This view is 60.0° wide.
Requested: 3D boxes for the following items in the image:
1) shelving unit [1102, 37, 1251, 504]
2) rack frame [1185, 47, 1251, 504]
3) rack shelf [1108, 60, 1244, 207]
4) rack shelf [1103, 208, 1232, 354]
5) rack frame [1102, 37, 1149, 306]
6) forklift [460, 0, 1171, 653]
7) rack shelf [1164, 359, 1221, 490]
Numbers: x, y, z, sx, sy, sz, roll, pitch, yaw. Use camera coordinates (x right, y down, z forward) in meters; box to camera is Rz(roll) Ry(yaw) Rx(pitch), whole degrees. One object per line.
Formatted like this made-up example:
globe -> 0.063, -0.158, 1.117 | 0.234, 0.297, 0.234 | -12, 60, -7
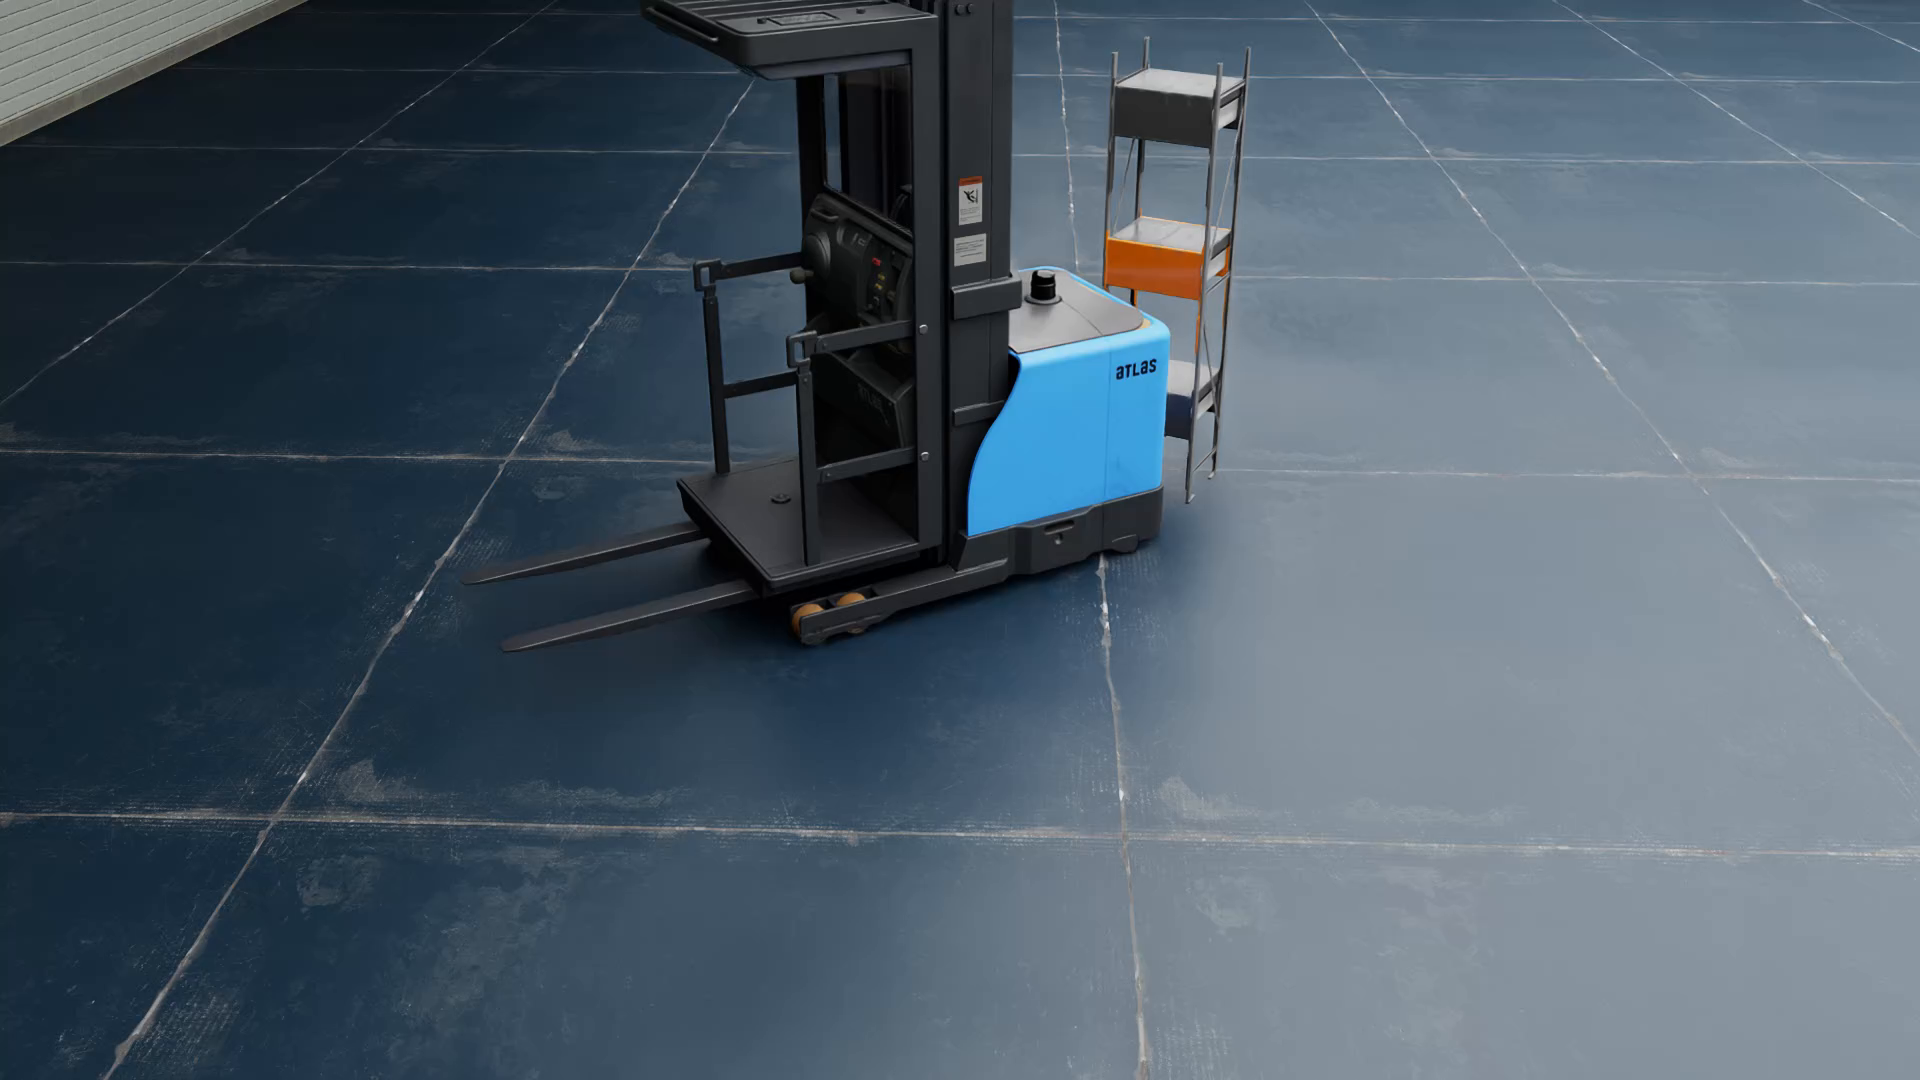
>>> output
shelving unit -> 0.981, -1.239, 7.845 | 0.503, 2.100, 0.431 | 14, 31, 24
rack frame -> 1.197, -1.185, 7.744 | 0.015, 2.100, 0.400 | 14, 31, 24
rack shelf -> 0.982, -1.845, 7.524 | 0.480, 0.518, 0.431 | 14, 31, 24
rack shelf -> 0.981, -1.227, 7.852 | 0.480, 0.518, 0.431 | 14, 31, 24
rack frame -> 0.766, -1.293, 7.946 | 0.015, 2.100, 0.400 | 14, 31, 24
forklift -> -0.609, -1.142, 6.774 | 3.031, 2.935, 1.130 | -14, 31, -25
rack shelf -> 0.981, -0.609, 8.180 | 0.480, 0.518, 0.431 | 14, 31, 24
